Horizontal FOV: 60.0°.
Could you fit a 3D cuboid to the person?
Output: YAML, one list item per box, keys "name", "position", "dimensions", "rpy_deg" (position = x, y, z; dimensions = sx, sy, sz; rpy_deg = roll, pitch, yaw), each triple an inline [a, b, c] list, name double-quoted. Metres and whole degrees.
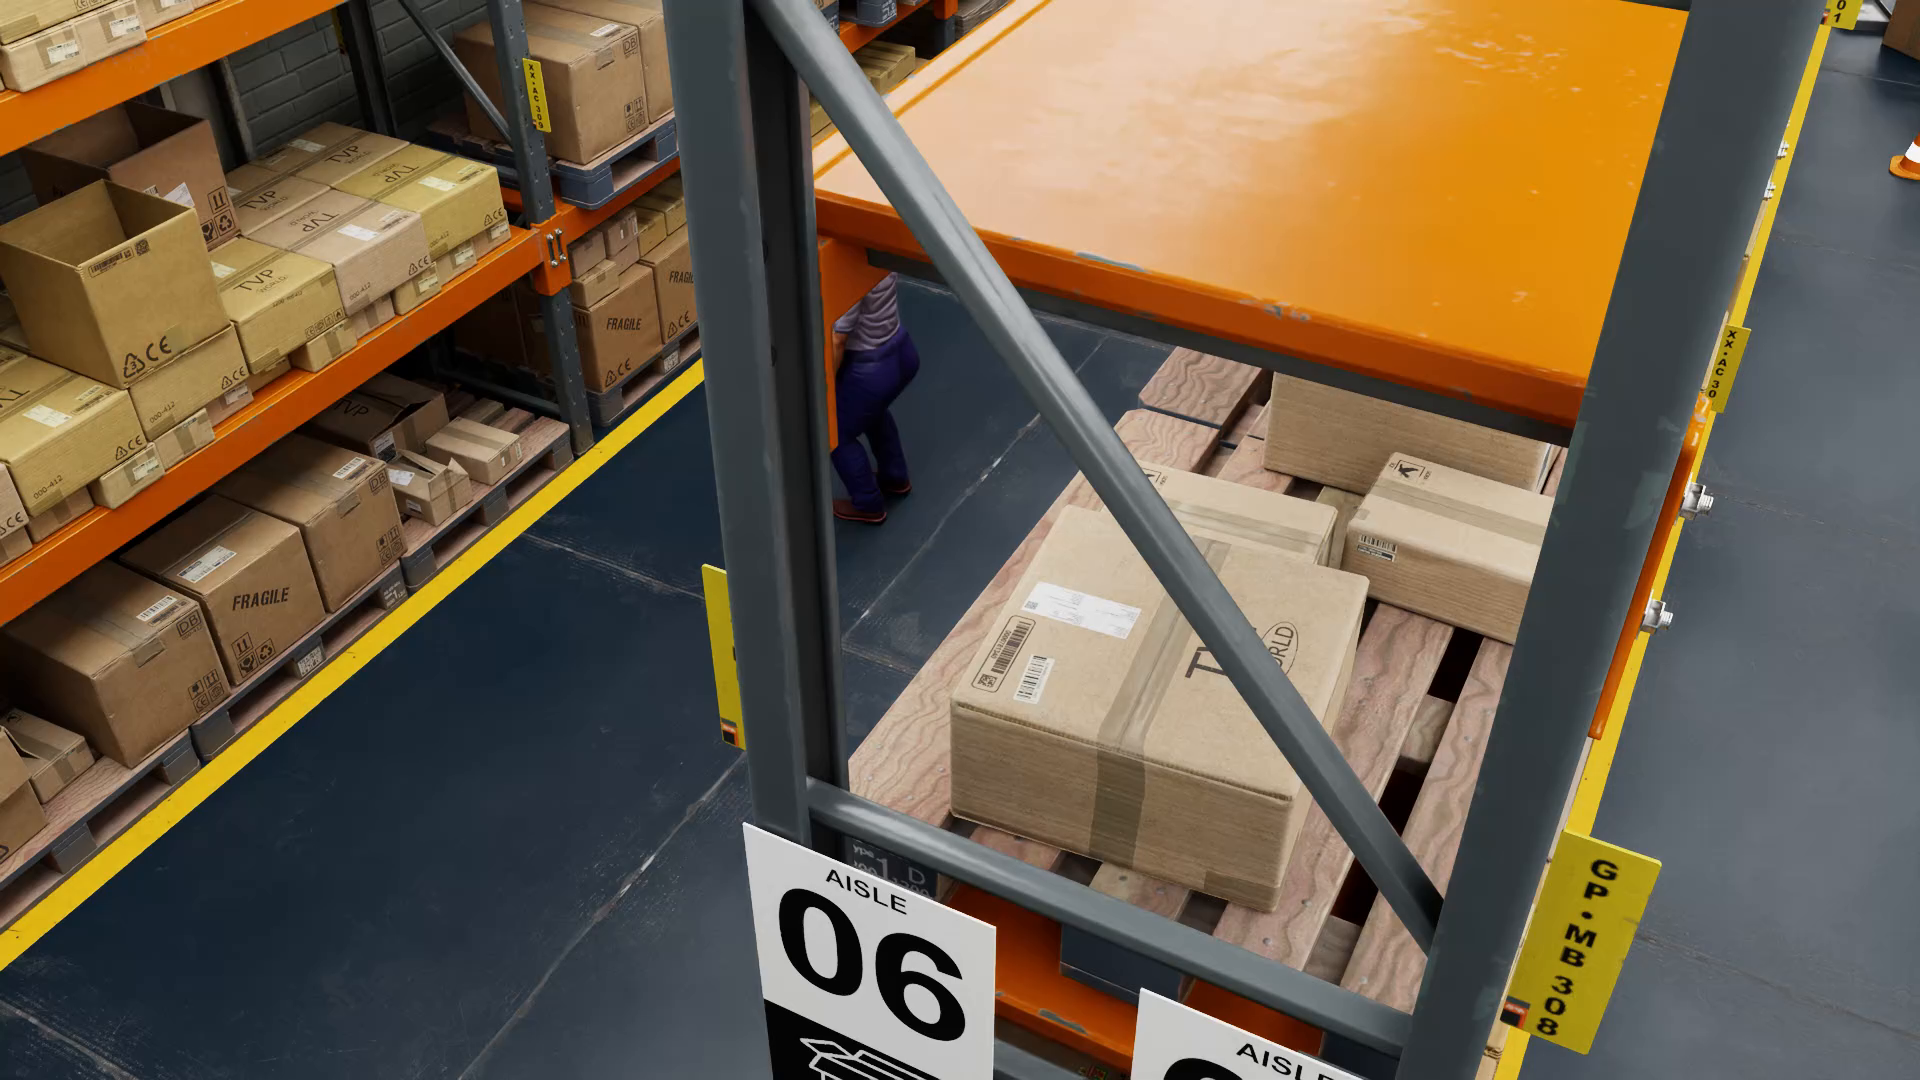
- name: "person"
  position: [-0.437, -0.796, 7.729]
  dimensions: [0.407, 1.599, 0.500]
  rpy_deg: [19, 42, 22]
